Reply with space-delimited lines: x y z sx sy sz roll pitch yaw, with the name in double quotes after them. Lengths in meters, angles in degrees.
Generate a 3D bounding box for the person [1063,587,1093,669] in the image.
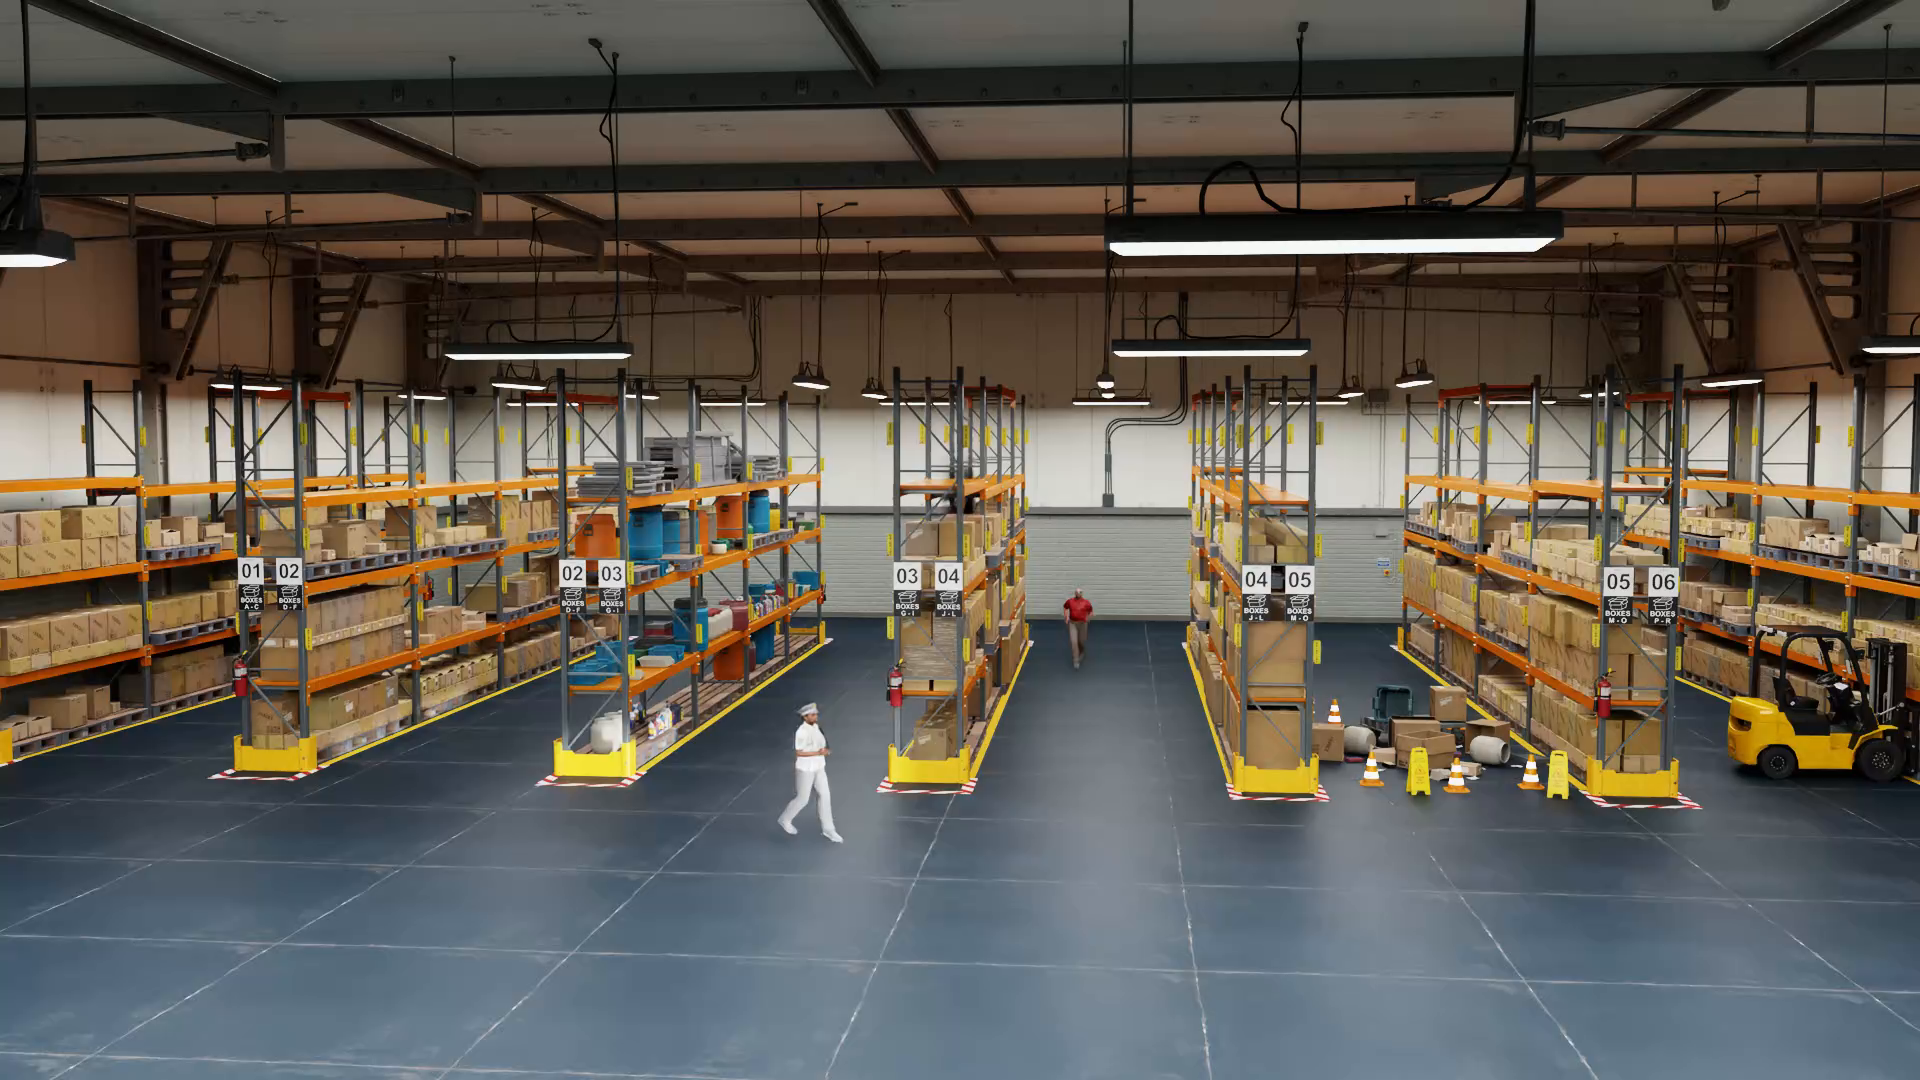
2.573 1.899 36.252 0.664 1.736 0.950 0 4 2 "person"

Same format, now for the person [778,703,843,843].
-1.865 2.859 20.568 0.883 1.721 0.574 2 4 30 "person"
